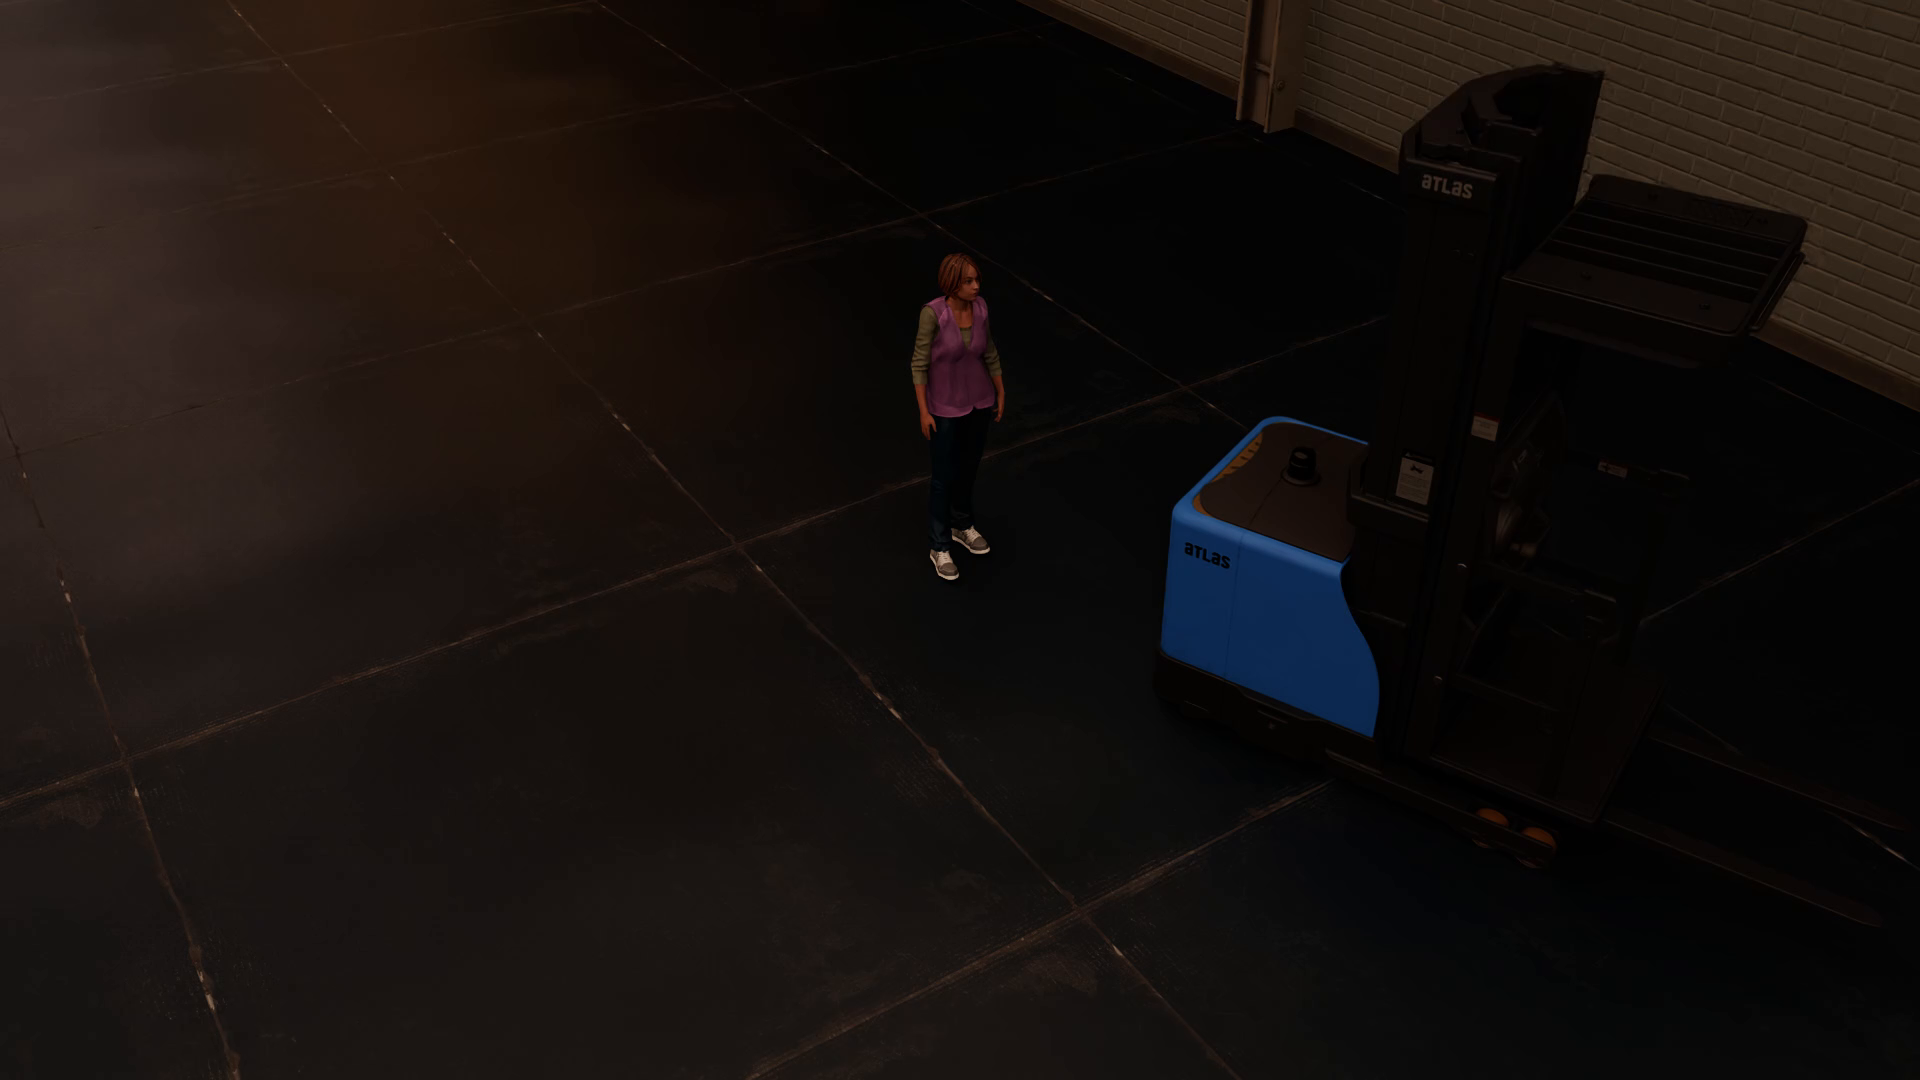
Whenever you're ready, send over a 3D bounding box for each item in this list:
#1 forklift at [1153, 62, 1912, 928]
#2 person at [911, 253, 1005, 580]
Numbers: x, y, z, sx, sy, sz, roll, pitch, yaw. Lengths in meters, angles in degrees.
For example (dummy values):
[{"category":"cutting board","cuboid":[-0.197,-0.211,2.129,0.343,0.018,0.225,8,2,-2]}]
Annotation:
[{"category":"forklift","cuboid":[2.391,-0.210,6.446,3.031,2.935,1.130,21,40,27]},{"category":"person","cuboid":[0.028,-0.619,8.177,0.520,1.596,0.476,-21,40,-27]}]
